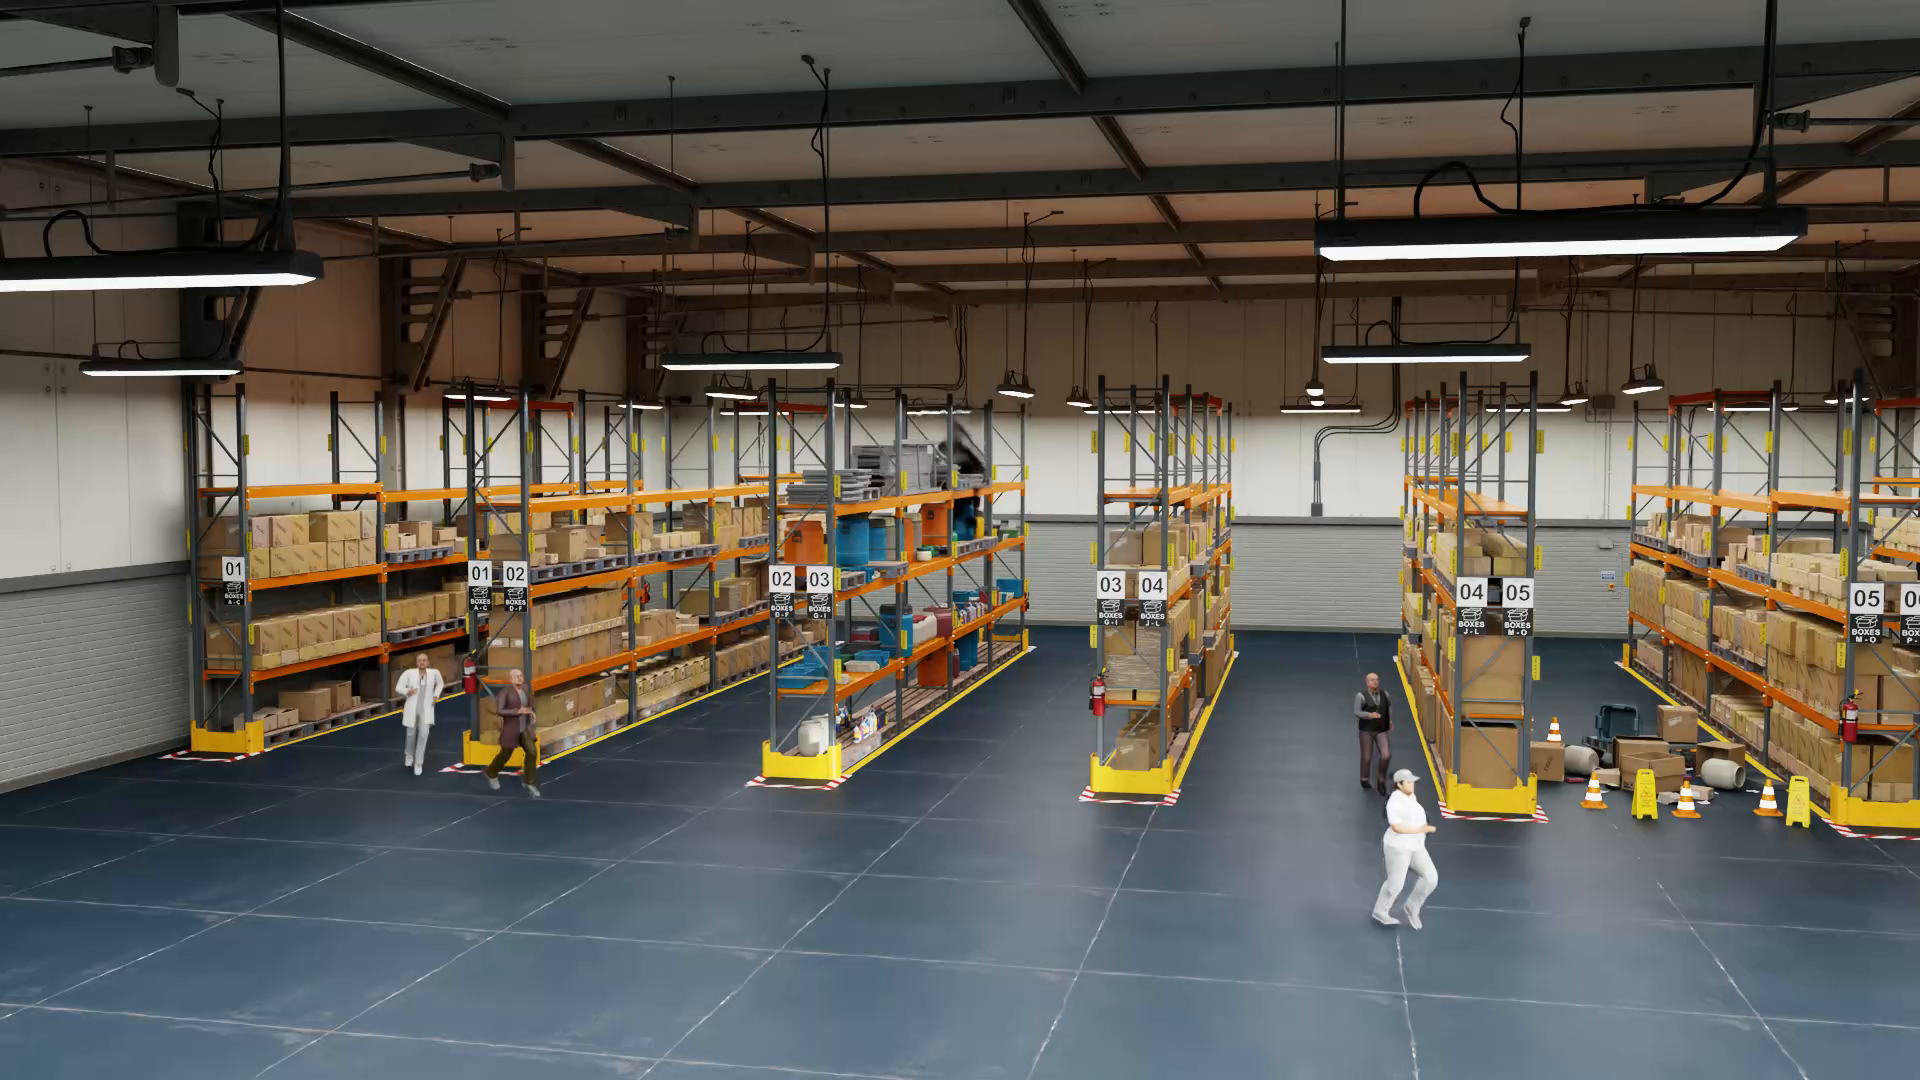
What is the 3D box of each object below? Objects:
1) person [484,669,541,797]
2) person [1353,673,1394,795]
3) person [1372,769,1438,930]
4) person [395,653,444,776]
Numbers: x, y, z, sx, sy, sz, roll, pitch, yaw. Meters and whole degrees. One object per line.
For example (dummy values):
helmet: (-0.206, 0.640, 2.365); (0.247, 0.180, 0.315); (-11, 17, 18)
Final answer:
person: (-6.405, 2.748, 23.883); (0.996, 1.831, 0.729); (3, 4, 40)
person: (5.947, 2.783, 23.854); (0.625, 1.747, 0.714); (0, 3, 0)
person: (4.602, 3.197, 17.146); (0.578, 1.685, 0.688); (-3, 4, -42)
person: (-8.305, 2.649, 25.588); (0.713, 1.819, 0.942); (-1, 3, -19)
